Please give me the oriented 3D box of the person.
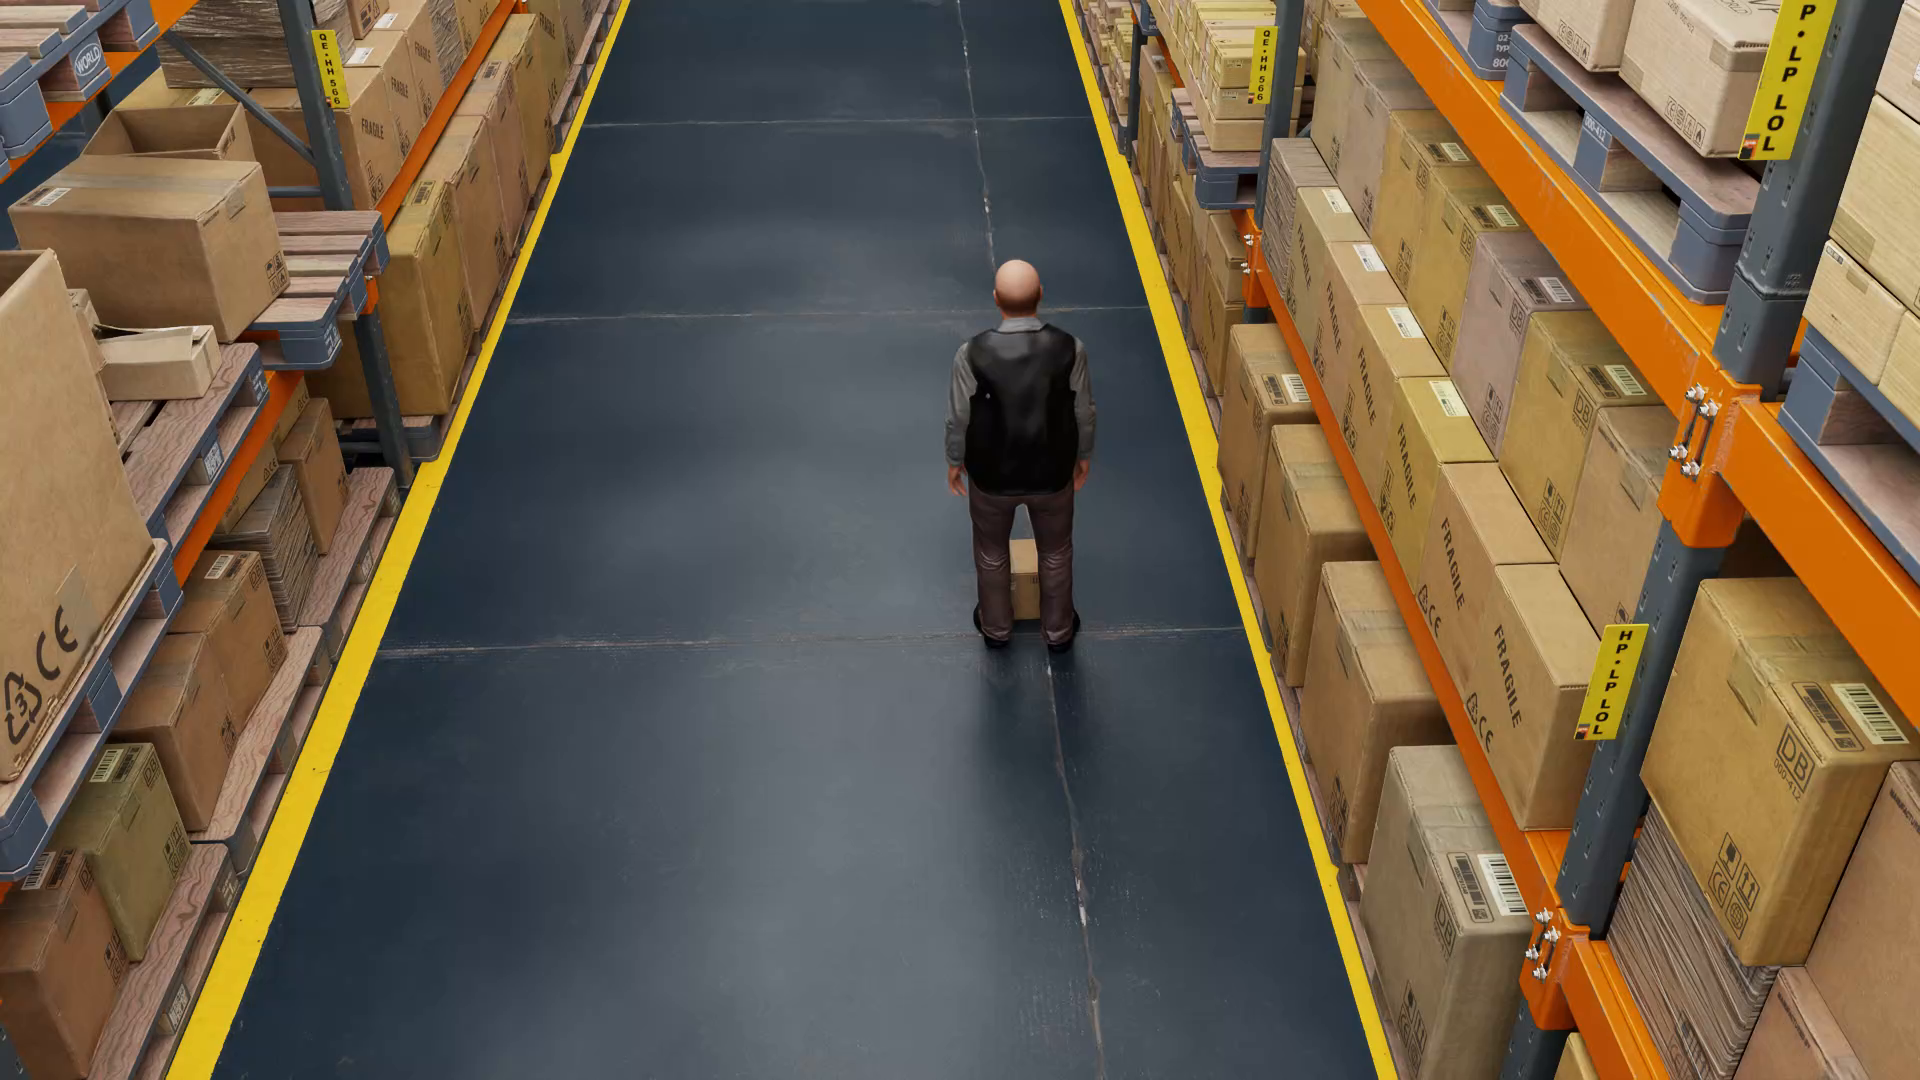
[{"bbox_3d":[0.235,-0.284,6.571,0.587,1.721,0.462,-2,35,-3],"label":"person"}]
